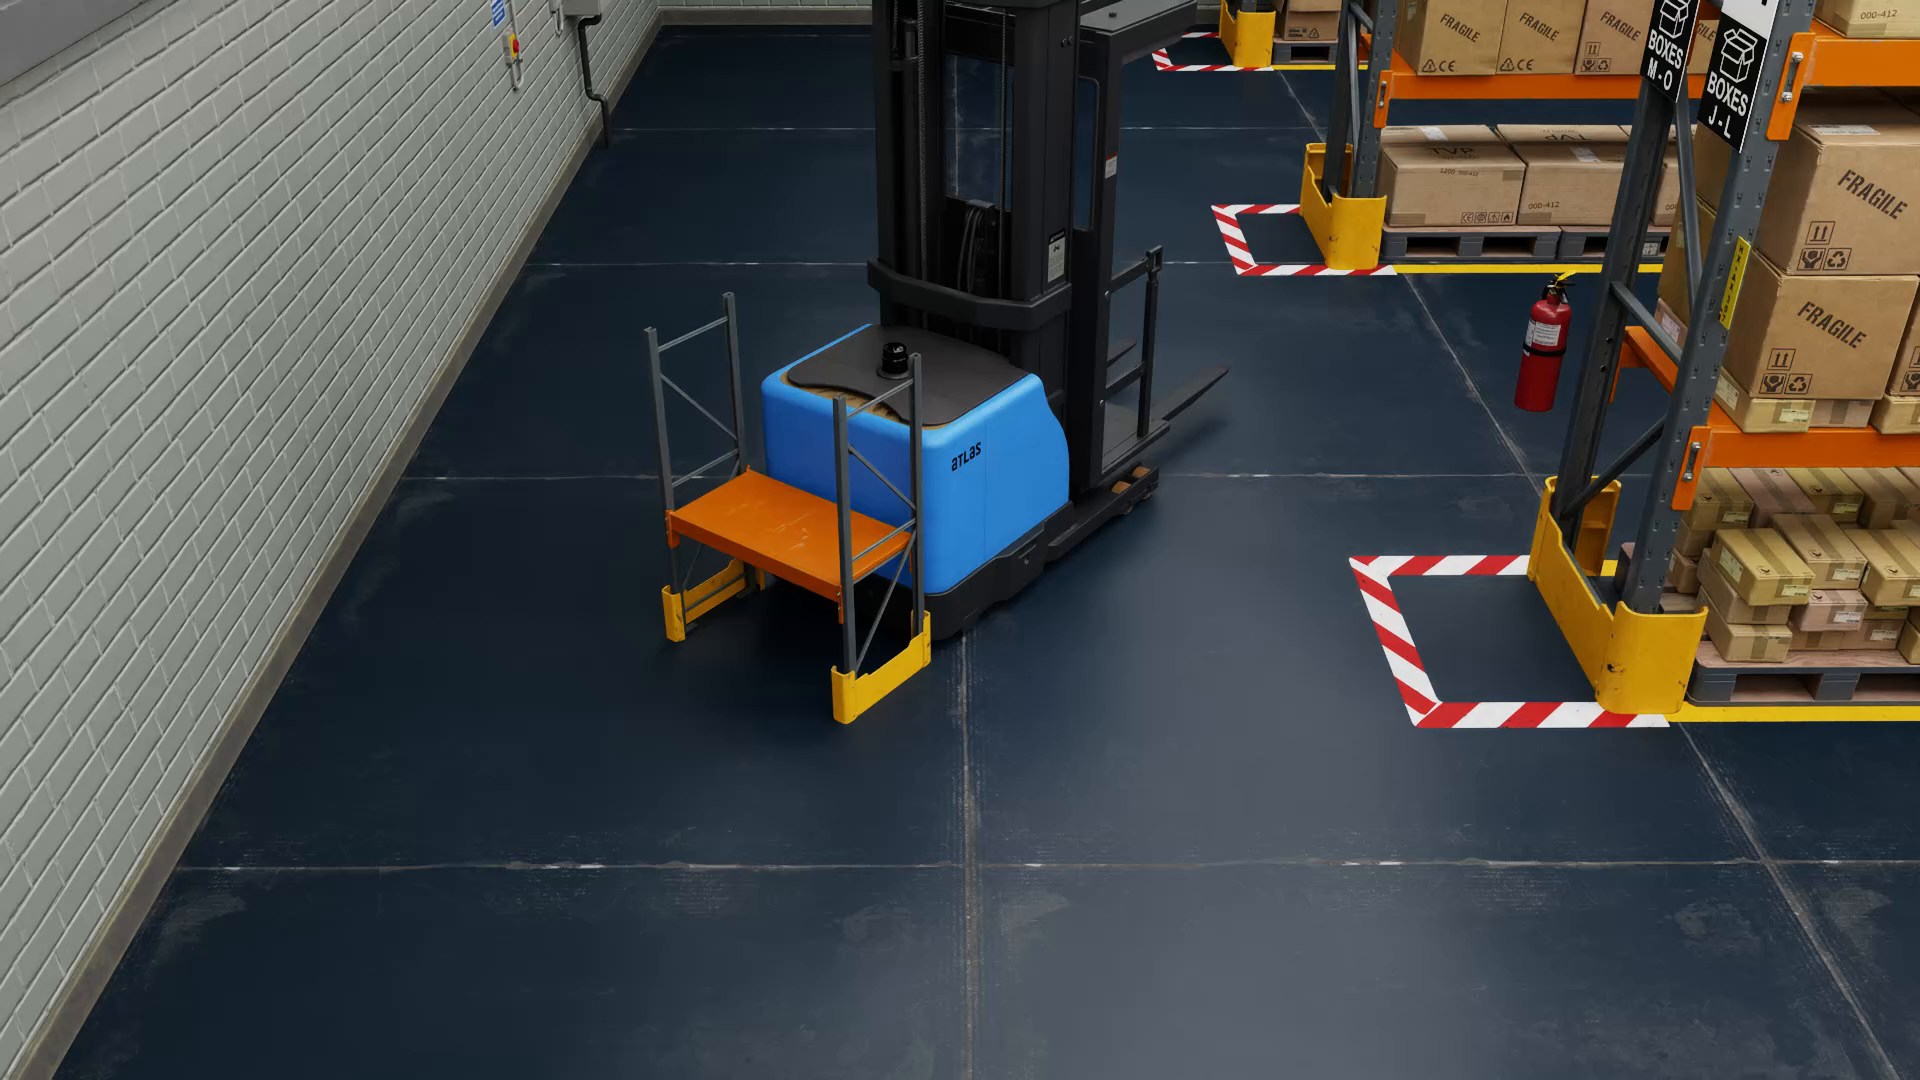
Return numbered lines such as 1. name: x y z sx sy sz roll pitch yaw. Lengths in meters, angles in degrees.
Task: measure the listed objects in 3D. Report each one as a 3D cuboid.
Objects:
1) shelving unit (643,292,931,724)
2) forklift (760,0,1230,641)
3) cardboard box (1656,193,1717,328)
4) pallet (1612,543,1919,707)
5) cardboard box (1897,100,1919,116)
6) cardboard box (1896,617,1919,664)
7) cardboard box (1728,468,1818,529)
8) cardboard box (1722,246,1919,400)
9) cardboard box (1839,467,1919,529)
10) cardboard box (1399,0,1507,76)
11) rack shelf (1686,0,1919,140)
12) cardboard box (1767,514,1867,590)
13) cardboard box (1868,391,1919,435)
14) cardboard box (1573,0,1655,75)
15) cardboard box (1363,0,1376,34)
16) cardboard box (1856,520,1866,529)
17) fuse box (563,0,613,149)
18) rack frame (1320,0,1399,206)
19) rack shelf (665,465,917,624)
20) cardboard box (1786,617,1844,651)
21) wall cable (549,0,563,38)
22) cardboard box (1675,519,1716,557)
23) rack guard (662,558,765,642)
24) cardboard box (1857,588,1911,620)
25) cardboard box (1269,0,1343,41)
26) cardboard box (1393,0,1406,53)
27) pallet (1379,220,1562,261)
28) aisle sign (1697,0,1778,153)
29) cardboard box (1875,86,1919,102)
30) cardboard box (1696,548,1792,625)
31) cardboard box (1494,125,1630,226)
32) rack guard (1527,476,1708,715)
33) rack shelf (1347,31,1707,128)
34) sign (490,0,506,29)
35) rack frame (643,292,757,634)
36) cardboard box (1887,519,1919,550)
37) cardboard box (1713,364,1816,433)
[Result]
1. shelving unit: -0.729 -0.155 7.059 1.083 1.500 0.587 21 37 31
2. forklift: 0.371 -1.517 7.925 1.130 2.935 3.031 21 37 30
3. cardboard box: 3.267 -1.153 6.876 0.500 0.500 0.500 0 31 1
4. pallet: 3.708 0.359 7.455 1.213 0.211 1.003 0 31 0
5. cardboard box: 3.775 -1.315 6.178 0.500 0.500 0.500 1 31 1
6. cardboard box: 4.111 0.364 7.103 0.250 0.149 0.380 0 31 0
7. cardboard box: 3.599 -0.168 7.405 0.250 0.149 0.380 0 31 1
8. cardboard box: 3.270 -0.877 6.420 0.500 0.500 0.500 1 31 2
9. cardboard box: 4.116 -0.202 7.462 0.250 0.149 0.380 -1 31 -2
10. cardboard box: 3.170 -3.311 10.719 0.500 0.500 0.500 0 31 -1
11. rack shelf: 4.819 -1.830 6.176 4.000 0.370 1.077 0 31 0
12. cardboard box: 3.620 0.048 7.050 0.250 0.149 0.380 0 31 1
13. cardboard box: 3.669 -0.568 6.536 0.250 0.149 0.380 -1 31 -2
14. cardboard box: 4.185 -3.320 10.733 0.500 0.500 0.500 0 31 -1
15. cardboard box: 4.122 -5.037 15.665 0.500 0.500 0.700 1 31 2
16. cardboard box: 4.135 -0.036 7.475 0.250 0.149 0.380 -1 31 -1
17. fuse box: -2.817 -3.925 13.070 0.414 1.711 0.539 0 31 0
18. rack frame: 2.689 -3.416 10.988 0.127 3.000 1.000 0 31 0
19. rack shelf: -0.721 0.002 7.148 1.000 0.185 0.538 21 37 31
20. cardboard box: 3.607 0.312 7.188 0.250 0.149 0.380 0 31 0
21. wall cable: -2.970 -4.556 11.888 0.122 1.984 0.588 0 31 0
22. cardboard box: 3.346 -0.086 7.557 0.250 0.149 0.380 -1 31 -2
23. rack guard: -1.125 0.223 7.641 0.087 0.250 0.587 21 37 31
24. cardboard box: 3.863 0.177 7.124 0.250 0.149 0.380 0 31 0
25. cardboard box: 3.267 -5.056 15.693 0.637 0.503 0.797 -1 31 -2
26. cardboard box: 3.169 -3.597 11.191 0.500 0.500 0.500 0 31 0
27. pallet: 3.488 -2.267 11.783 1.213 0.211 1.003 0 31 0
28. aisle sign: 2.748 -1.804 5.826 0.004 0.787 0.394 0 31 0
29. cardboard box: 3.782 -1.578 6.612 0.500 0.500 0.500 -1 31 -2
30. cardboard box: 3.345 0.195 7.094 0.250 0.149 0.380 1 31 2
31. cardboard box: 4.263 -2.561 11.645 0.875 0.438 0.875 1 31 1
32. rack guard: 2.895 0.220 7.406 0.348 0.500 1.175 0 31 0
33. rack shelf: 4.689 -3.115 11.185 4.000 0.370 1.077 0 31 0
34. sign: -3.011 -3.476 10.828 0.001 0.218 0.327 0 31 0
35. rack frame: -1.126 -0.311 7.318 0.032 1.500 0.500 21 37 31
36. cardboard box: 4.121 0.070 7.013 0.250 0.149 0.380 -2 31 -3
37. cardboard box: 3.145 -0.572 6.543 0.250 0.149 0.380 0 31 -1
